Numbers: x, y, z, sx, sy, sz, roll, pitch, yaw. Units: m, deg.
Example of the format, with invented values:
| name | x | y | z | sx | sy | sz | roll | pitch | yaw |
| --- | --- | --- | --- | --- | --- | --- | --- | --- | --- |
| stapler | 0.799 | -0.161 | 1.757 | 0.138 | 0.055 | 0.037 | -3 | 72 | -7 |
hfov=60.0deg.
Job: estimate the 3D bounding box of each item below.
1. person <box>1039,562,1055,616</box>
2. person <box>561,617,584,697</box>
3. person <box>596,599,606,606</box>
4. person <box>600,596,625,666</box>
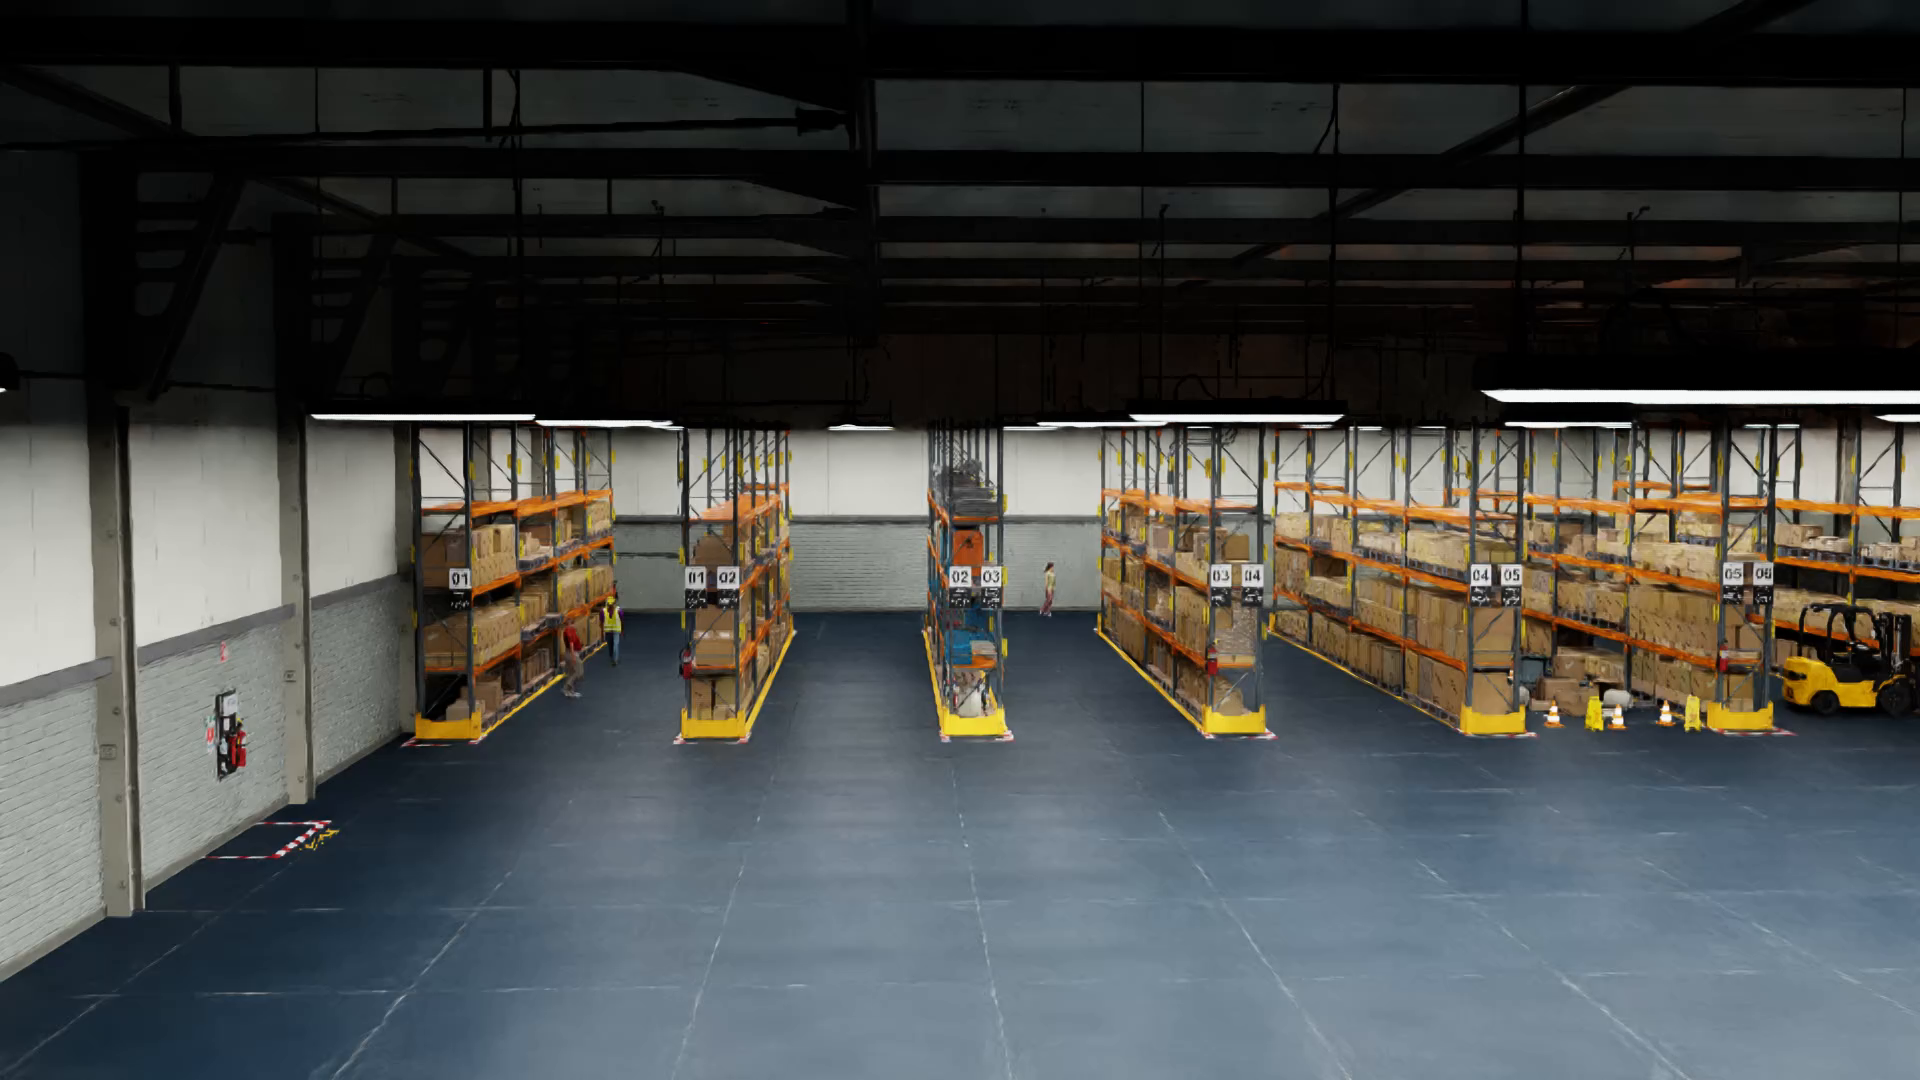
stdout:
| name | x | y | z | sx | sy | sz | roll | pitch | yaw |
| --- | --- | --- | --- | --- | --- | --- | --- | --- | --- |
| person | 2.698 | 1.520 | 51.515 | 0.437 | 1.667 | 0.623 | 2 | 4 | 30 |
| person | -8.384 | 2.525 | 35.797 | 0.459 | 1.725 | 0.578 | -2 | 4 | -28 |
| person | -10.466 | 1.698 | 48.084 | 0.578 | 1.784 | 0.613 | 3 | 5 | 35 |
| person | -8.546 | 2.208 | 40.775 | 0.577 | 1.691 | 1.121 | 0 | 4 | 0 |
